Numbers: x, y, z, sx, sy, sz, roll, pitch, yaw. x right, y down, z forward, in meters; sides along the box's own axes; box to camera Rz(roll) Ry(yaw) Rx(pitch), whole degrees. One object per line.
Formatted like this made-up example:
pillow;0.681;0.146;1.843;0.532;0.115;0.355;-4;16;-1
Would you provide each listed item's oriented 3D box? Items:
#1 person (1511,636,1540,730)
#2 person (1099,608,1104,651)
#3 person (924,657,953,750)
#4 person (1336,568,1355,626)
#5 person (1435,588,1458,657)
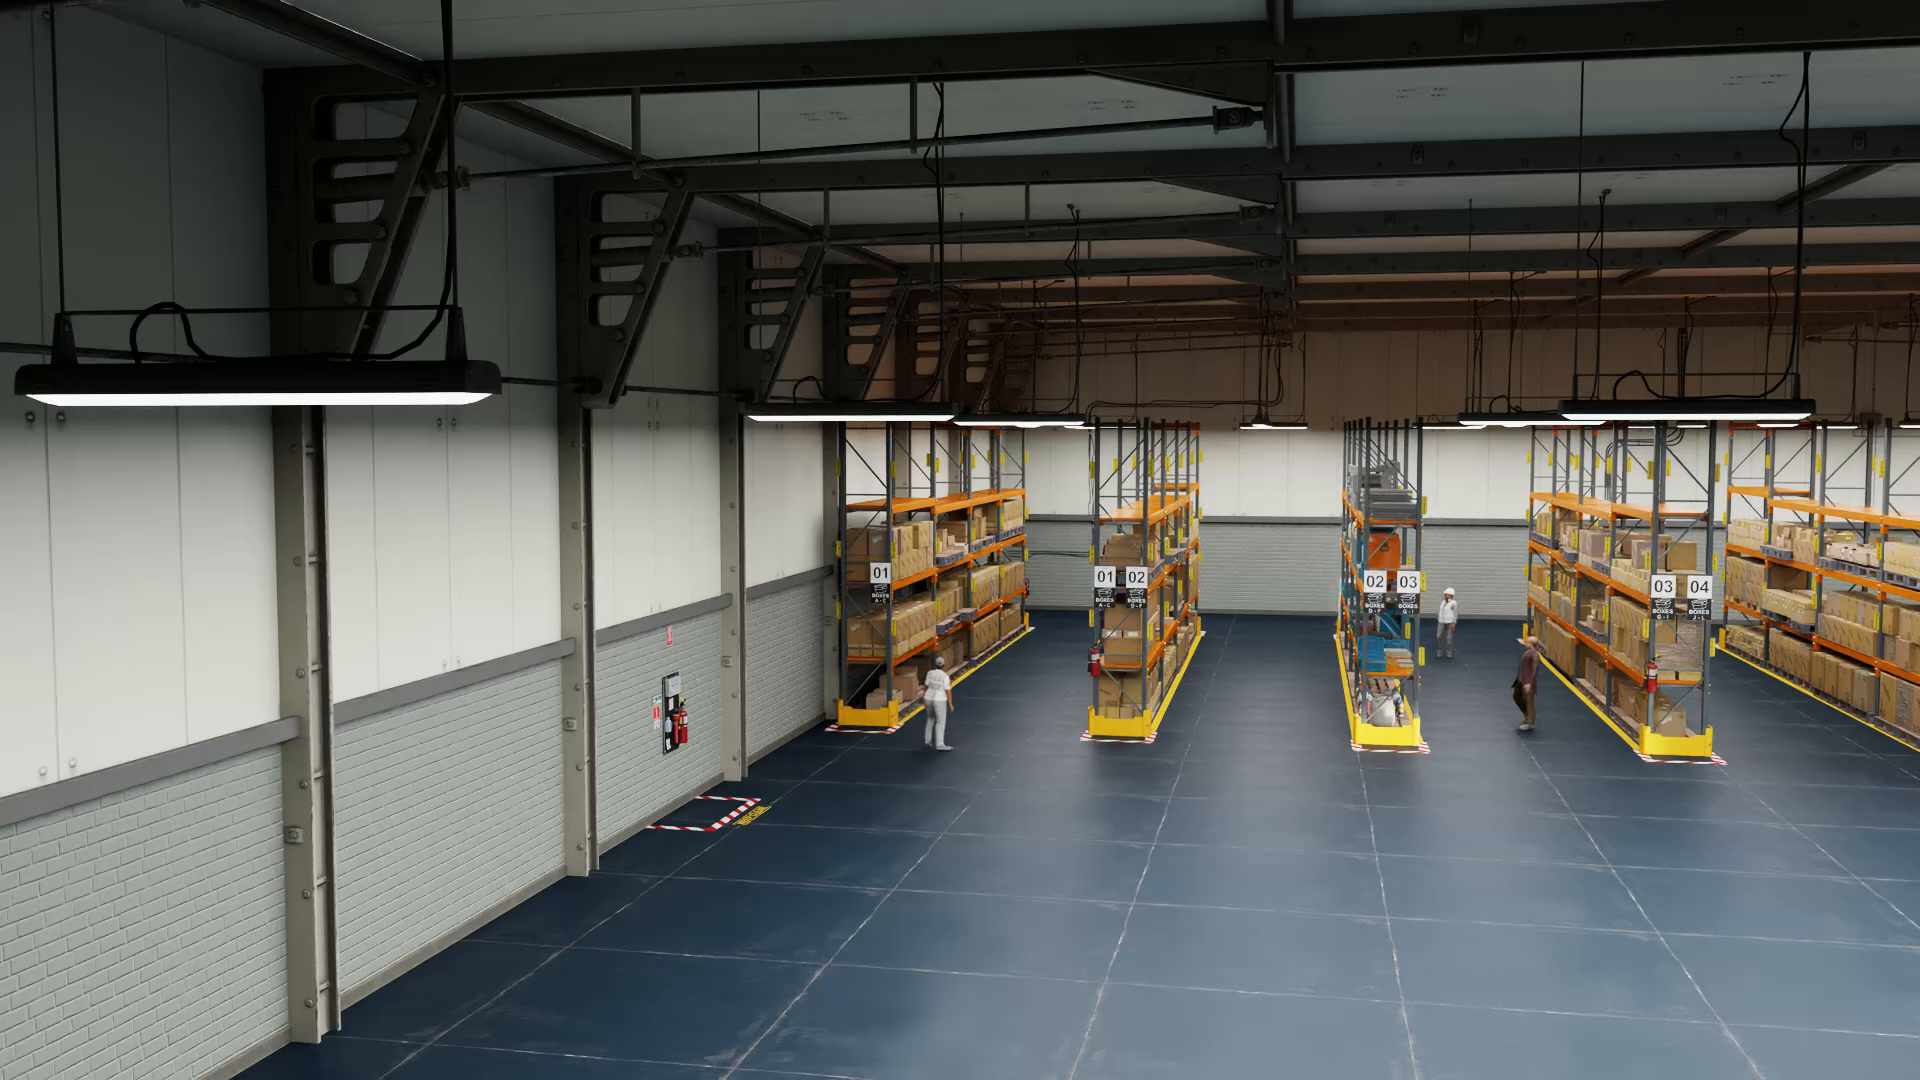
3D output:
person;10.963;2.740;32.135;0.551;1.777;0.658;-1;4;-10
person;3.722;2.080;43.182;0.559;1.605;1.028;1;4;13
person;-0.420;2.966;30.086;0.653;1.710;0.400;4;5;44
person;11.384;1.680;48.921;0.533;1.738;1.096;1;4;20
person;12.403;2.131;42.340;0.555;1.827;0.431;3;5;38
